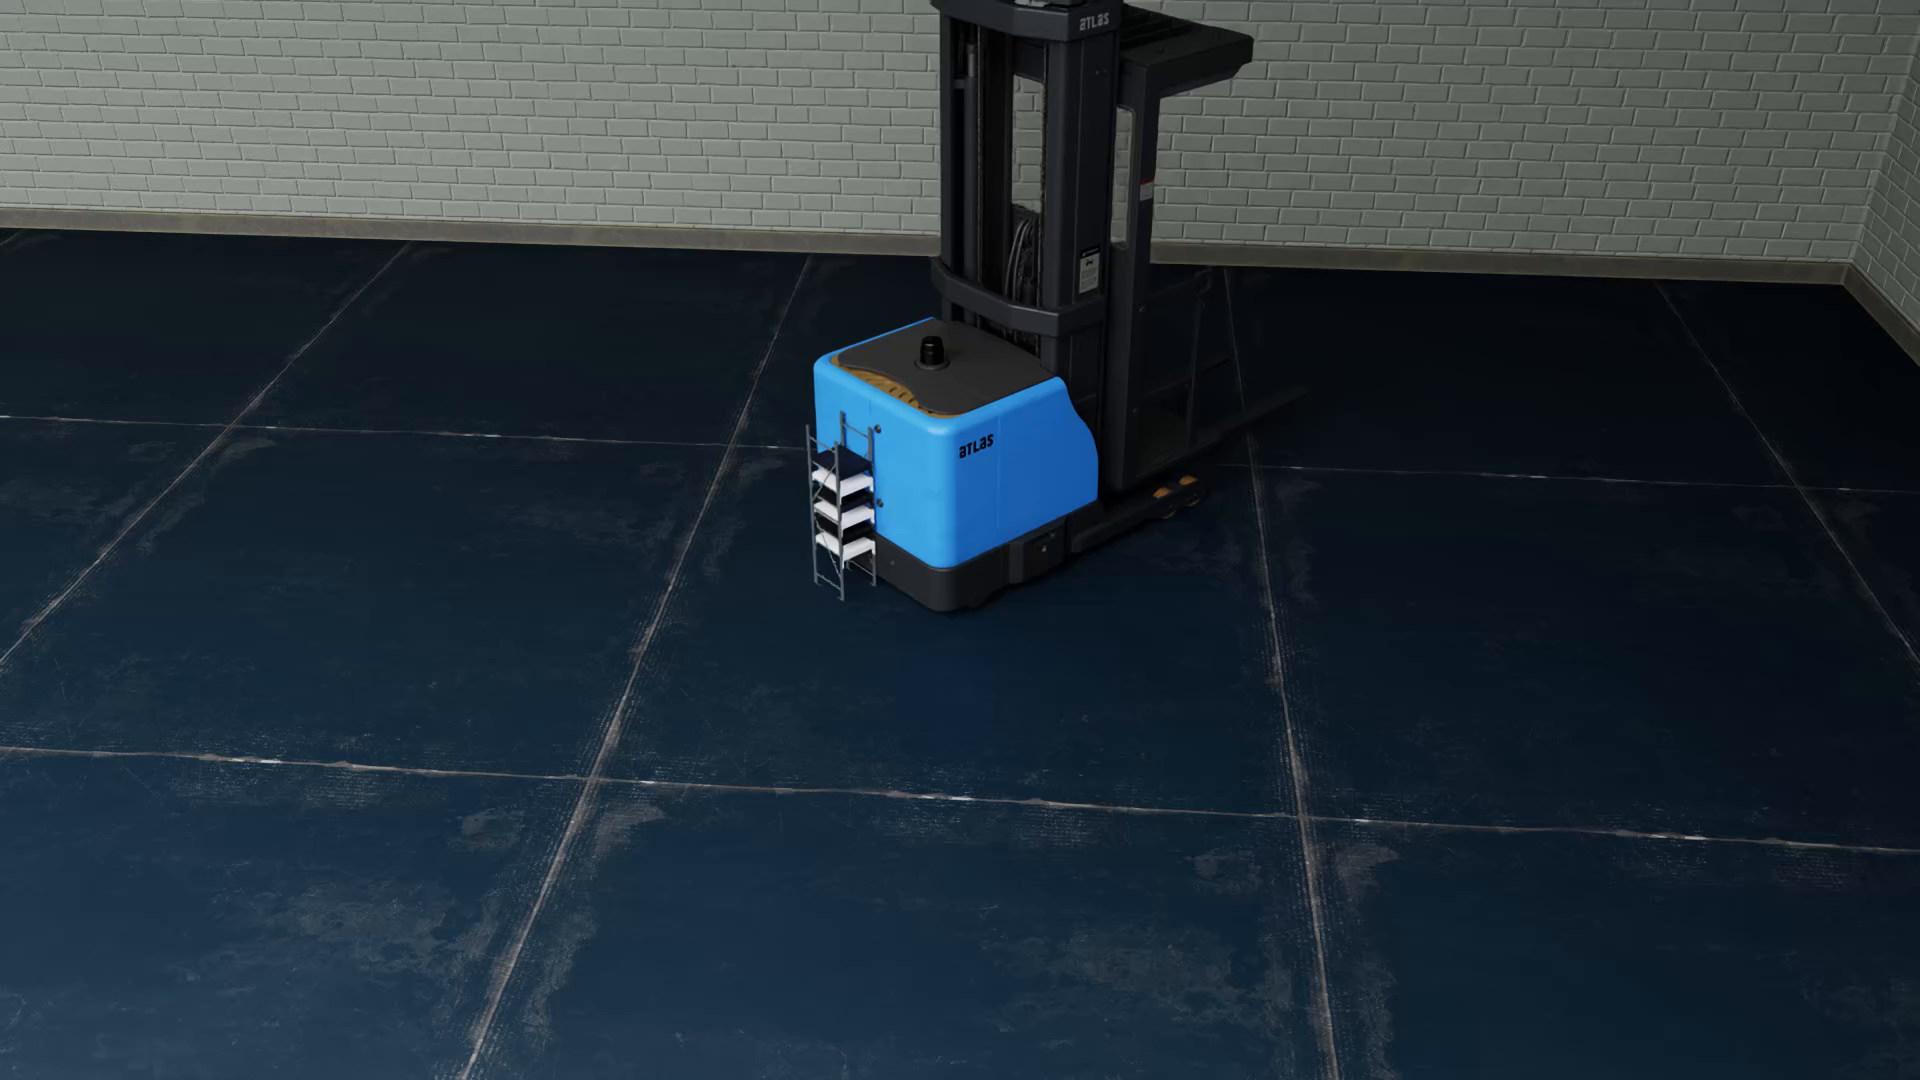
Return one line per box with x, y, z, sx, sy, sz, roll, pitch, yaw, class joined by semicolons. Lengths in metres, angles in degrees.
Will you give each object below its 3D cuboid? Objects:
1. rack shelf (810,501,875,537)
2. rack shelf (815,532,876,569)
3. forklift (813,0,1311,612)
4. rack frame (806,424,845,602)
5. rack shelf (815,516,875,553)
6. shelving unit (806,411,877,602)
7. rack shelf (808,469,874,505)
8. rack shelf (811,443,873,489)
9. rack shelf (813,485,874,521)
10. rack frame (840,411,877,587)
-0.577;-0.129;8.165;0.200;0.077;0.258;-25;39;-34;rack shelf
-0.577;0.024;8.259;0.200;0.077;0.258;-25;39;-34;rack shelf
0.703;-1.548;8.467;3.031;2.935;1.130;-25;39;-34;forklift
-0.654;-0.122;8.090;0.006;0.900;0.240;-25;39;-34;rack frame
-0.577;-0.052;8.212;0.200;0.077;0.258;-25;39;-34;rack shelf
-0.577;-0.157;8.147;0.210;0.900;0.258;-25;39;-34;shelving unit
-0.577;-0.282;8.070;0.200;0.077;0.258;-25;39;-34;rack shelf
-0.577;-0.359;8.023;0.200;0.077;0.258;-25;39;-34;rack shelf
-0.577;-0.205;8.118;0.200;0.077;0.258;-25;39;-34;rack shelf
-0.501;-0.192;8.205;0.006;0.900;0.240;-25;39;-34;rack frame
